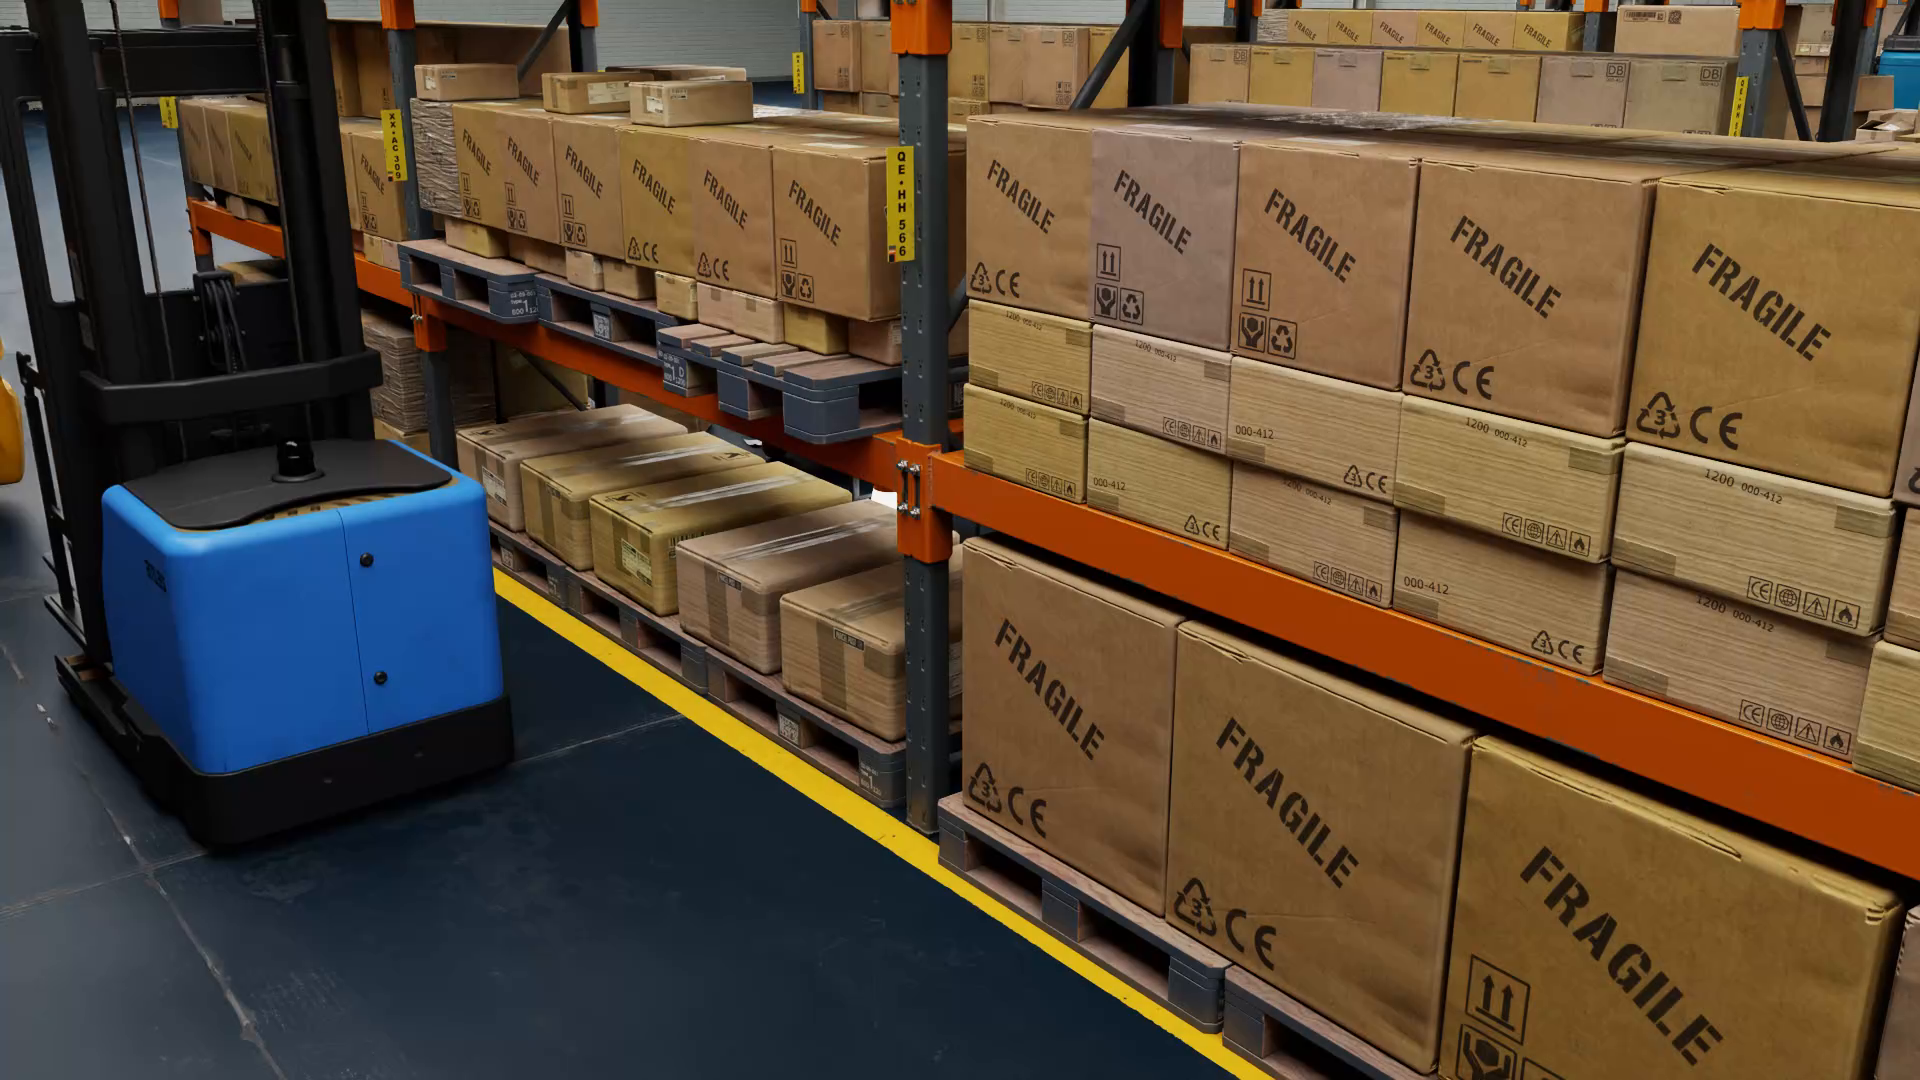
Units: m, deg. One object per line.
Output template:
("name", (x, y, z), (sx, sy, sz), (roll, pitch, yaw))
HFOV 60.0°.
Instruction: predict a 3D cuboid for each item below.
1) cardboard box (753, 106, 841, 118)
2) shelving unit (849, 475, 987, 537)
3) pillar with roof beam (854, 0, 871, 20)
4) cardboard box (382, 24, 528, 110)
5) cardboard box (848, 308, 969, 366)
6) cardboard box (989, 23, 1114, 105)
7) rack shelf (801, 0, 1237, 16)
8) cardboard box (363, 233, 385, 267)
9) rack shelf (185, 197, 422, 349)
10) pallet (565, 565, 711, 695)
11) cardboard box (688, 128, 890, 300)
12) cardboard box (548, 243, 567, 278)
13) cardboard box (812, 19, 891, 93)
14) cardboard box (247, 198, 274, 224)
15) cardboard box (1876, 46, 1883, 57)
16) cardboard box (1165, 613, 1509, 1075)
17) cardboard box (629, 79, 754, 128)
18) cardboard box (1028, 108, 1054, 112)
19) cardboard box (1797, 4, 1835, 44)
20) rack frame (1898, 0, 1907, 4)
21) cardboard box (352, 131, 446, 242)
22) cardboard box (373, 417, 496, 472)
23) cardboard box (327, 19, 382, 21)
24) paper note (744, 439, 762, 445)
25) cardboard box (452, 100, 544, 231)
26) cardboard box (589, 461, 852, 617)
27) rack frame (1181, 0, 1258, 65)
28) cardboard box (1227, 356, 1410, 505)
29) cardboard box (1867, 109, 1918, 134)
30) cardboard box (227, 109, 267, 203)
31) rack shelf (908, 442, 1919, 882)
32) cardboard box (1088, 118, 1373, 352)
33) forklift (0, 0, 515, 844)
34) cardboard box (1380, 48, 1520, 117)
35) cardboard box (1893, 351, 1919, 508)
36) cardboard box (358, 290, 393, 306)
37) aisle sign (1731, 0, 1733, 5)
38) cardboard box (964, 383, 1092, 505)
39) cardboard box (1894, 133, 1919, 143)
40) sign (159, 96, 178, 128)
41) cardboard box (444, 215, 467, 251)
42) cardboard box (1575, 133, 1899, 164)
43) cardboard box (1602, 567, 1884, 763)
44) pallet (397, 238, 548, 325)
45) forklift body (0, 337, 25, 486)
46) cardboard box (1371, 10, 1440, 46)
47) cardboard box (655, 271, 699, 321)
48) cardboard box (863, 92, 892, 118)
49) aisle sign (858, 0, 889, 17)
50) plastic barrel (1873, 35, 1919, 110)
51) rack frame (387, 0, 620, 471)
("cardboard box", (-0.815, -1.489, 6.786), (0.500, 0.500, 0.500), (-15, 24, -38))
("shelving unit", (-0.042, -0.740, 8.188), (0.538, 1.500, 1.048), (-14, 24, -37))
("pillar with roof beam", (-6.187, -16.765, 44.678), (9.100, 9.000, 0.400), (-14, 23, -36))
("cardboard box", (-2.635, -2.493, 8.897), (0.700, 0.500, 0.500), (-14, 23, -36))
("cardboard box", (-0.137, -0.678, 5.371), (0.380, 0.149, 0.250), (-13, 22, -34))
("cardboard box", (0.723, -3.494, 12.186), (0.875, 0.550, 0.550), (-14, 23, -36))
("rack shelf", (0.344, -4.115, 12.391), (1.077, 0.370, 4.000), (-14, 23, -36))
("cardboard box", (-2.831, -1.510, 8.549), (0.380, 0.149, 0.250), (-13, 23, -35))
("rack shelf", (-3.474, -1.700, 9.870), (1.077, 0.370, 4.000), (-14, 23, -36))
("pallet", (-0.986, 0.267, 7.220), (1.003, 0.211, 1.213), (-14, 23, -36))
("cardboard box", (-0.578, -1.134, 5.716), (0.500, 0.500, 0.500), (-14, 23, -37))
("cardboard box", (-1.474, -1.180, 6.886), (0.380, 0.149, 0.250), (-14, 23, -36))
("cardboard box", (-0.698, -4.010, 13.746), (0.875, 0.550, 0.550), (-14, 23, -36))
("cardboard box", (-4.090, -2.022, 10.096), (0.380, 0.149, 0.250), (-13, 22, -35))
("cardboard box", (11.849, -6.239, 21.241), (0.380, 0.149, 0.250), (-14, 23, -36))
("cardboard box", (1.166, 0.653, 4.331), (0.875, 0.875, 0.875), (-14, 23, -35))
("cardboard box", (-0.986, -1.607, 6.113), (0.380, 0.149, 0.250), (-15, 24, -39))
("cardboard box", (0.988, -2.831, 11.901), (0.875, 0.550, 0.550), (-14, 23, -36))
("cardboard box", (11.464, -6.806, 21.920), (0.700, 0.500, 0.500), (-15, 23, -38))
("rack frame", (14.701, -7.369, 25.845), (1.000, 3.000, 0.127), (-14, 23, -36))
("cardboard box", (-2.703, -1.799, 8.390), (0.500, 0.500, 0.500), (-15, 23, -37))
("cardboard box", (-2.810, -0.536, 8.916), (0.500, 0.250, 0.500), (-13, 22, -34))
("cardboard box", (-3.919, -2.988, 10.393), (0.700, 0.500, 0.500), (-14, 23, -36))
("paper note", (-1.224, -0.603, 10.135), (0.148, 0.019, 0.142), (-14, 23, -36))
("cardboard box", (-1.854, -1.642, 7.250), (0.500, 0.500, 0.500), (-14, 23, -36))
("cardboard box", (-1.022, -0.025, 7.177), (0.950, 0.372, 0.625), (-13, 22, -34))
("rack frame", (1.585, -2.540, 11.261), (1.000, 3.000, 0.127), (-14, 23, -36))
("cardboard box", (0.992, -0.304, 3.951), (0.500, 0.250, 0.500), (-14, 23, -36))
("cardboard box", (7.159, -3.084, 12.473), (0.500, 0.250, 0.500), (-15, 23, -38))
("cardboard box", (-3.998, -2.300, 9.905), (0.500, 0.500, 0.500), (-15, 23, -37))
("rack shelf", (1.493, 0.271, 3.917), (1.077, 0.370, 4.000), (-14, 23, -36))
("cardboard box", (0.681, -0.796, 4.244), (0.500, 0.500, 0.500), (-14, 23, -36))
("forklift", (-2.892, -0.822, 6.181), (1.130, 2.935, 3.031), (-15, 23, -37))
("cardboard box", (2.845, -2.565, 9.588), (0.700, 0.500, 0.500), (-14, 23, -37))
("cardboard box", (1.934, -0.287, 2.707), (0.500, 0.500, 0.500), (-13, 23, -35))
("cardboard box", (-3.445, -1.143, 9.555), (0.500, 0.500, 0.500), (-13, 22, -33))
("aisle sign", (10.540, -7.592, 22.382), (0.394, 0.787, 0.004), (-14, 23, -36))
("cardboard box", (0.358, -0.322, 4.803), (0.500, 0.250, 0.500), (-14, 23, -37))
("cardboard box", (4.733, -1.886, 8.070), (0.380, 0.149, 0.250), (-15, 24, -38))
("sign", (-5.141, -2.840, 10.789), (0.100, 0.325, 0.005), (-14, 23, -36))
("cardboard box", (-2.137, -1.431, 7.644), (0.380, 0.149, 0.250), (-14, 23, -35))
("cardboard box", (1.714, -0.634, 3.757), (0.500, 0.500, 0.500), (-14, 23, -37))
("cardboard box", (1.645, 0.178, 3.290), (0.500, 0.250, 0.500), (-15, 23, -38))
("pallet", (-1.872, -1.241, 7.644), (1.003, 0.211, 1.213), (-14, 23, -36))
("forklift body", (-5.997, -1.051, 8.114), (2.313, 2.155, 1.214), (-14, 23, -36))
("cardboard box", (4.112, -4.574, 15.181), (0.500, 0.500, 0.500), (-14, 23, -36))
("cardboard box", (-0.883, -0.912, 6.077), (0.380, 0.149, 0.250), (-13, 23, -35))
("cardboard box", (-0.274, -3.383, 13.569), (0.875, 0.550, 0.550), (-14, 23, -36))
("aisle sign", (-0.707, -4.836, 14.059), (0.394, 0.787, 0.004), (-14, 23, -36))
("plastic barrel", (9.421, -4.533, 16.484), (0.600, 0.901, 0.708), (-14, 23, -36))
("rack frame", (-2.232, -1.549, 8.268), (1.000, 3.000, 0.127), (-14, 23, -36))
